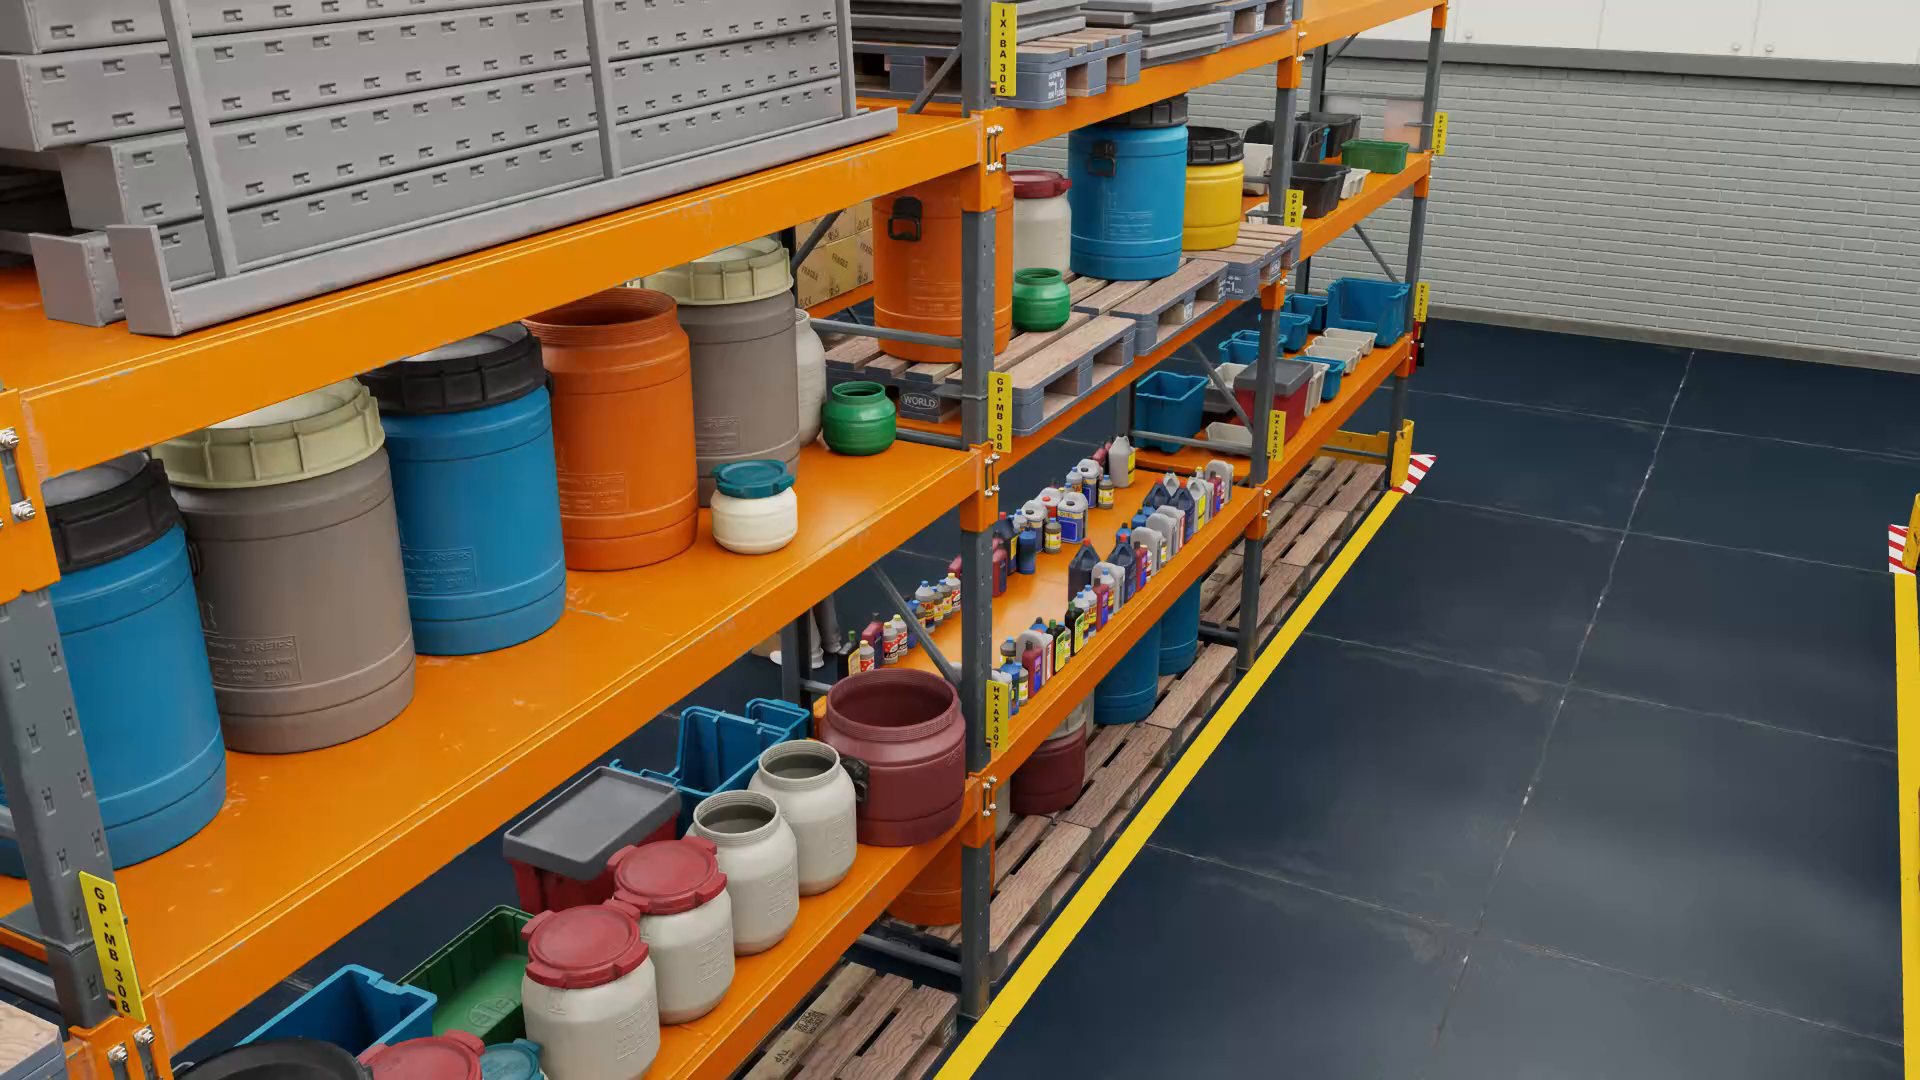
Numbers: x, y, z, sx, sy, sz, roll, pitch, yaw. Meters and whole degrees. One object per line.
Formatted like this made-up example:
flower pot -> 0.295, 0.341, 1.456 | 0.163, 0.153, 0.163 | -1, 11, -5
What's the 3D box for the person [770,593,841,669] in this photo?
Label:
person -> -1.020, -0.028, 10.851 | 0.416, 1.774, 0.656 | 10, 25, 23
